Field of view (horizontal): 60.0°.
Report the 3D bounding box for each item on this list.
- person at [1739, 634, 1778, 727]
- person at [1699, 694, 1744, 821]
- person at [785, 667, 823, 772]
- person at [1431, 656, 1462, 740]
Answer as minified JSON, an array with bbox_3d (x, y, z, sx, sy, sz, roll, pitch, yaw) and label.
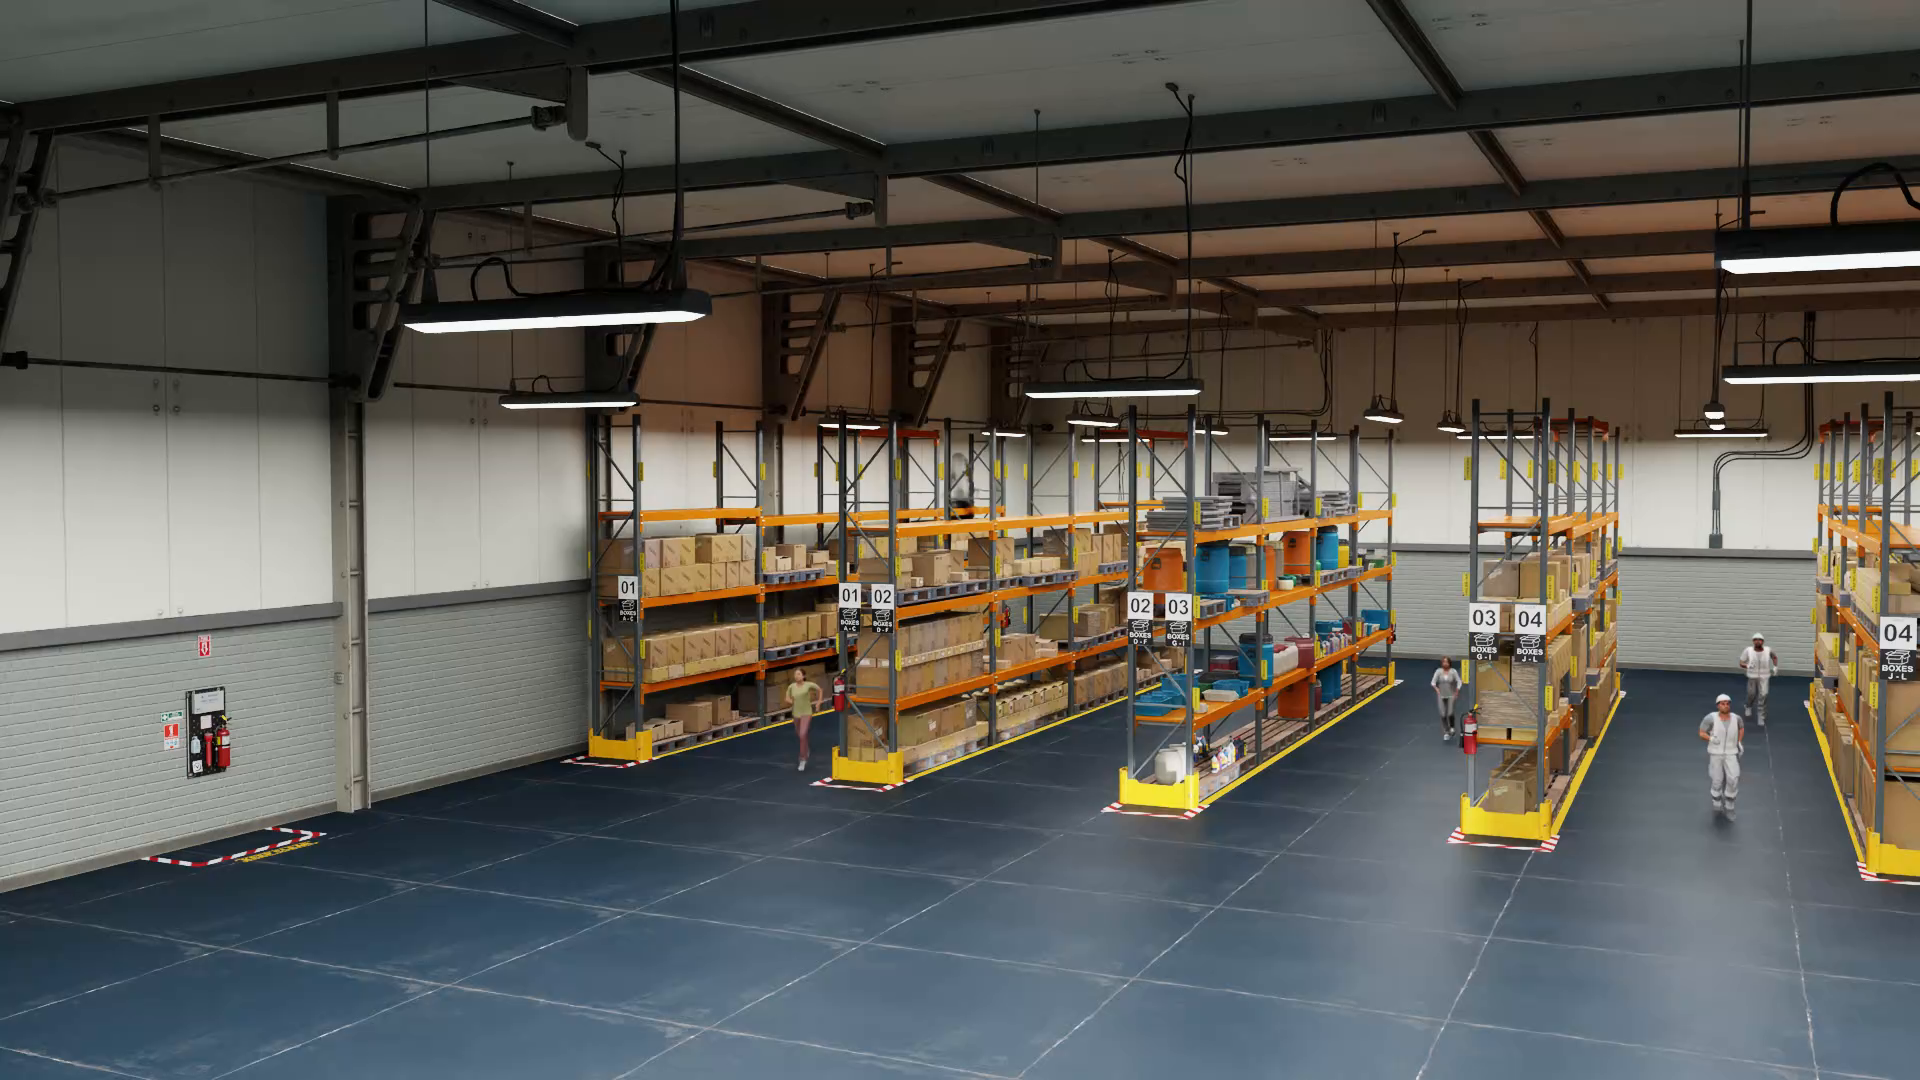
[{"bbox_3d":[15.862,2.747,33.042,0.695,1.792,0.974,1,3,23],"label":"person"},{"bbox_3d":[10.998,3.133,23.996,0.635,1.825,0.749,1,2,17],"label":"person"},{"bbox_3d":[-2.657,2.997,28.171,0.600,1.700,0.903,1,2,18],"label":"person"},{"bbox_3d":[9.030,2.943,30.926,0.540,1.561,0.520,1,3,22],"label":"person"}]
